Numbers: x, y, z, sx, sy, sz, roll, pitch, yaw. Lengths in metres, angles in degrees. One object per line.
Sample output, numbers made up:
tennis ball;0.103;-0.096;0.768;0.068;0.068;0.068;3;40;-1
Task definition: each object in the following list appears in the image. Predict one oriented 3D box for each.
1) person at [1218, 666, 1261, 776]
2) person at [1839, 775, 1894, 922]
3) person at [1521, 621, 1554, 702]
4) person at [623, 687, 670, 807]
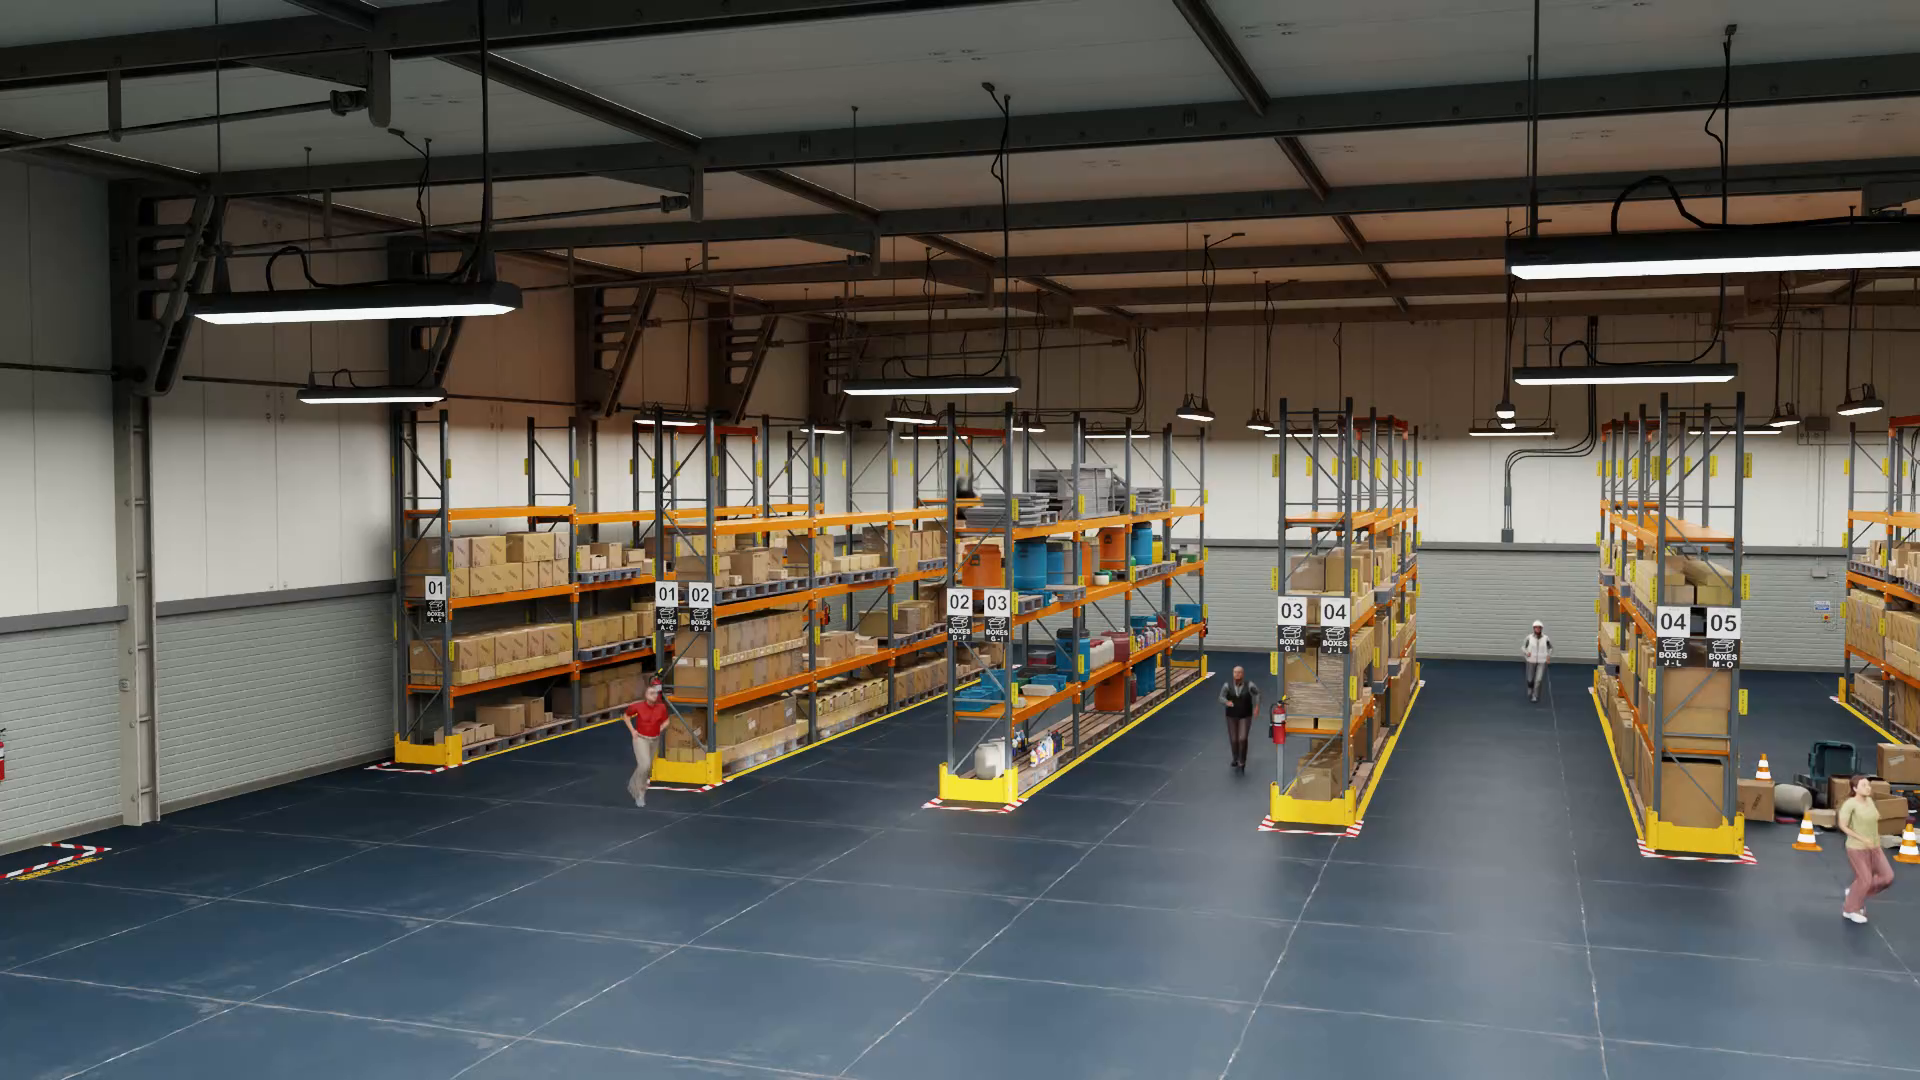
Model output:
person;4.603;2.967;27.436;0.668;1.783;0.792;1;3;18
person;9.978;3.401;18.320;0.590;1.629;0.512;-1;3;-23
person;12.404;2.608;35.735;0.665;1.737;0.671;1;3;19
person;-4.700;3.089;25.031;0.644;1.790;0.783;-2;3;-40
